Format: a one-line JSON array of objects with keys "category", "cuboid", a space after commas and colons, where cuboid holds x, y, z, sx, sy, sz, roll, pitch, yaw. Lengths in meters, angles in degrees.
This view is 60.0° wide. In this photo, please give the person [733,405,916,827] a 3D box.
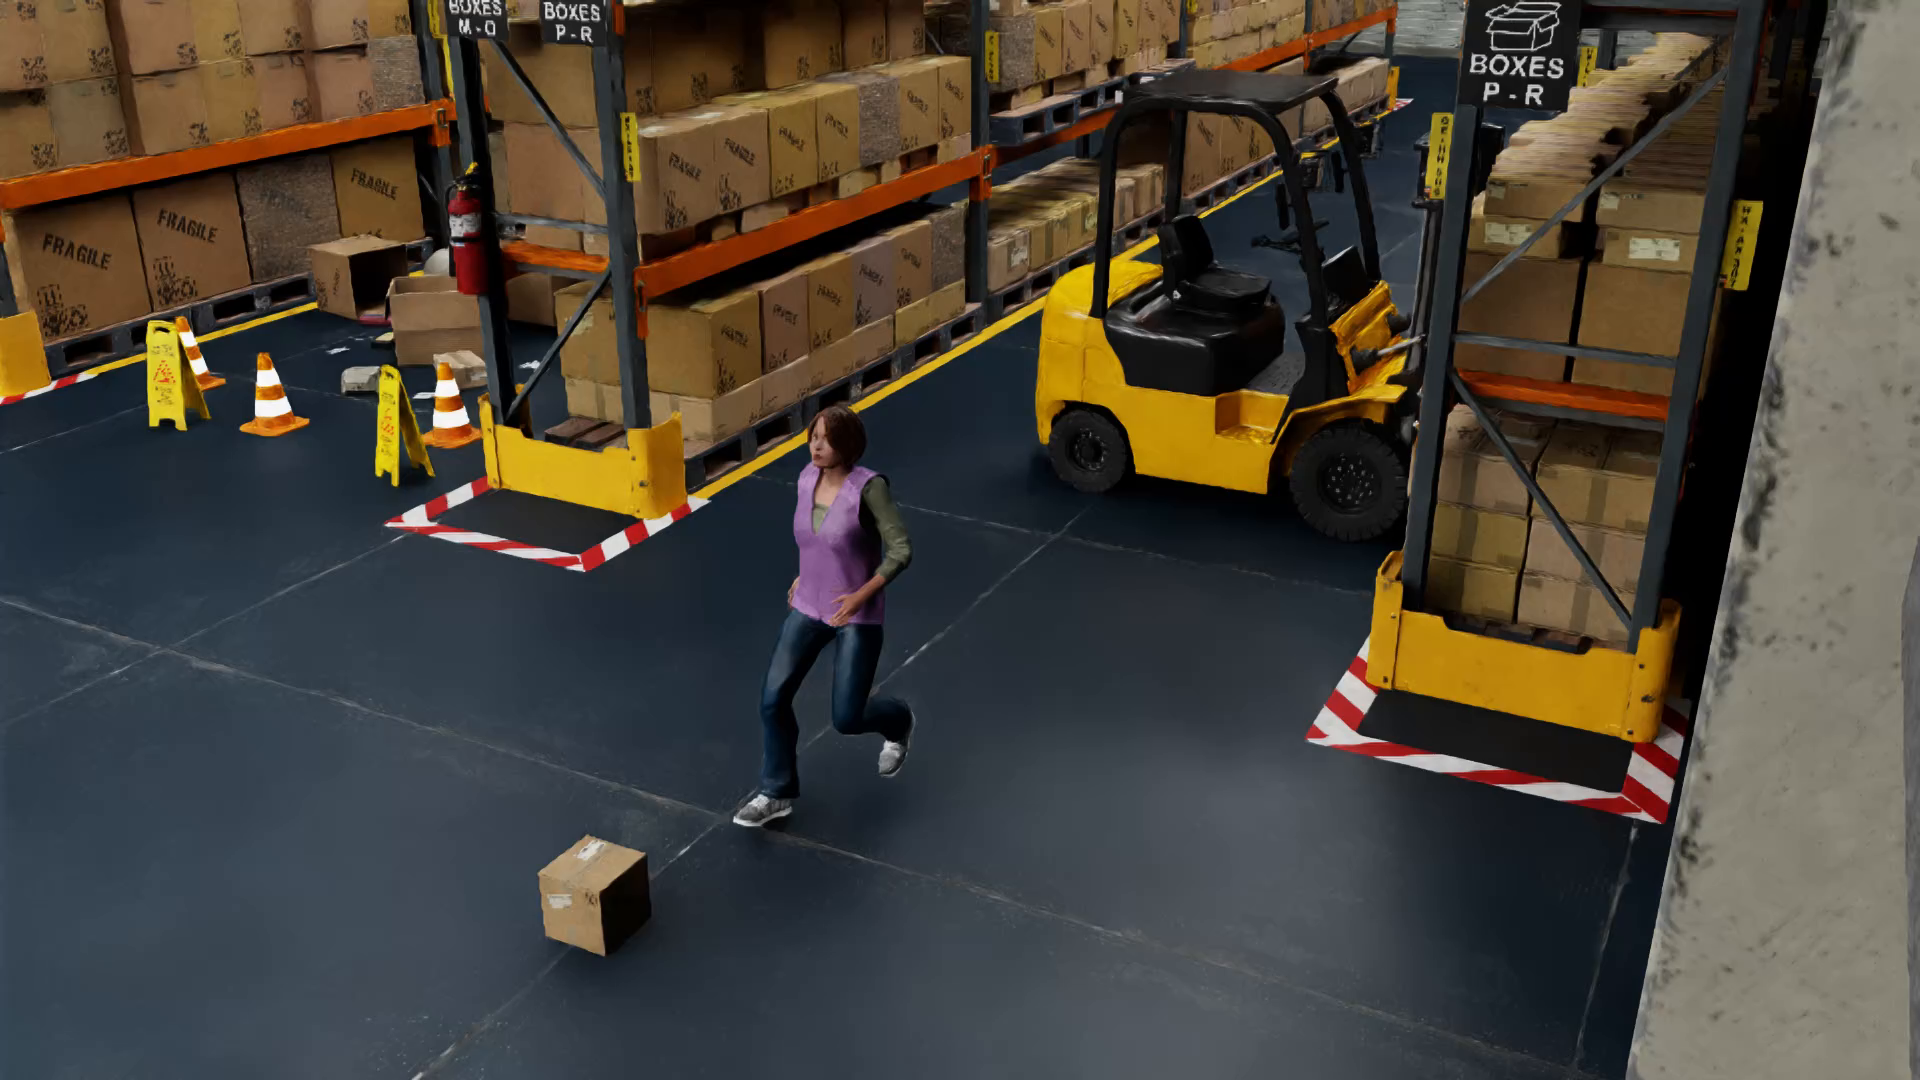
[{"category": "person", "cuboid": [-0.494, 0.283, 5.914, 0.511, 1.497, 0.719, 11, 25, 24]}]
